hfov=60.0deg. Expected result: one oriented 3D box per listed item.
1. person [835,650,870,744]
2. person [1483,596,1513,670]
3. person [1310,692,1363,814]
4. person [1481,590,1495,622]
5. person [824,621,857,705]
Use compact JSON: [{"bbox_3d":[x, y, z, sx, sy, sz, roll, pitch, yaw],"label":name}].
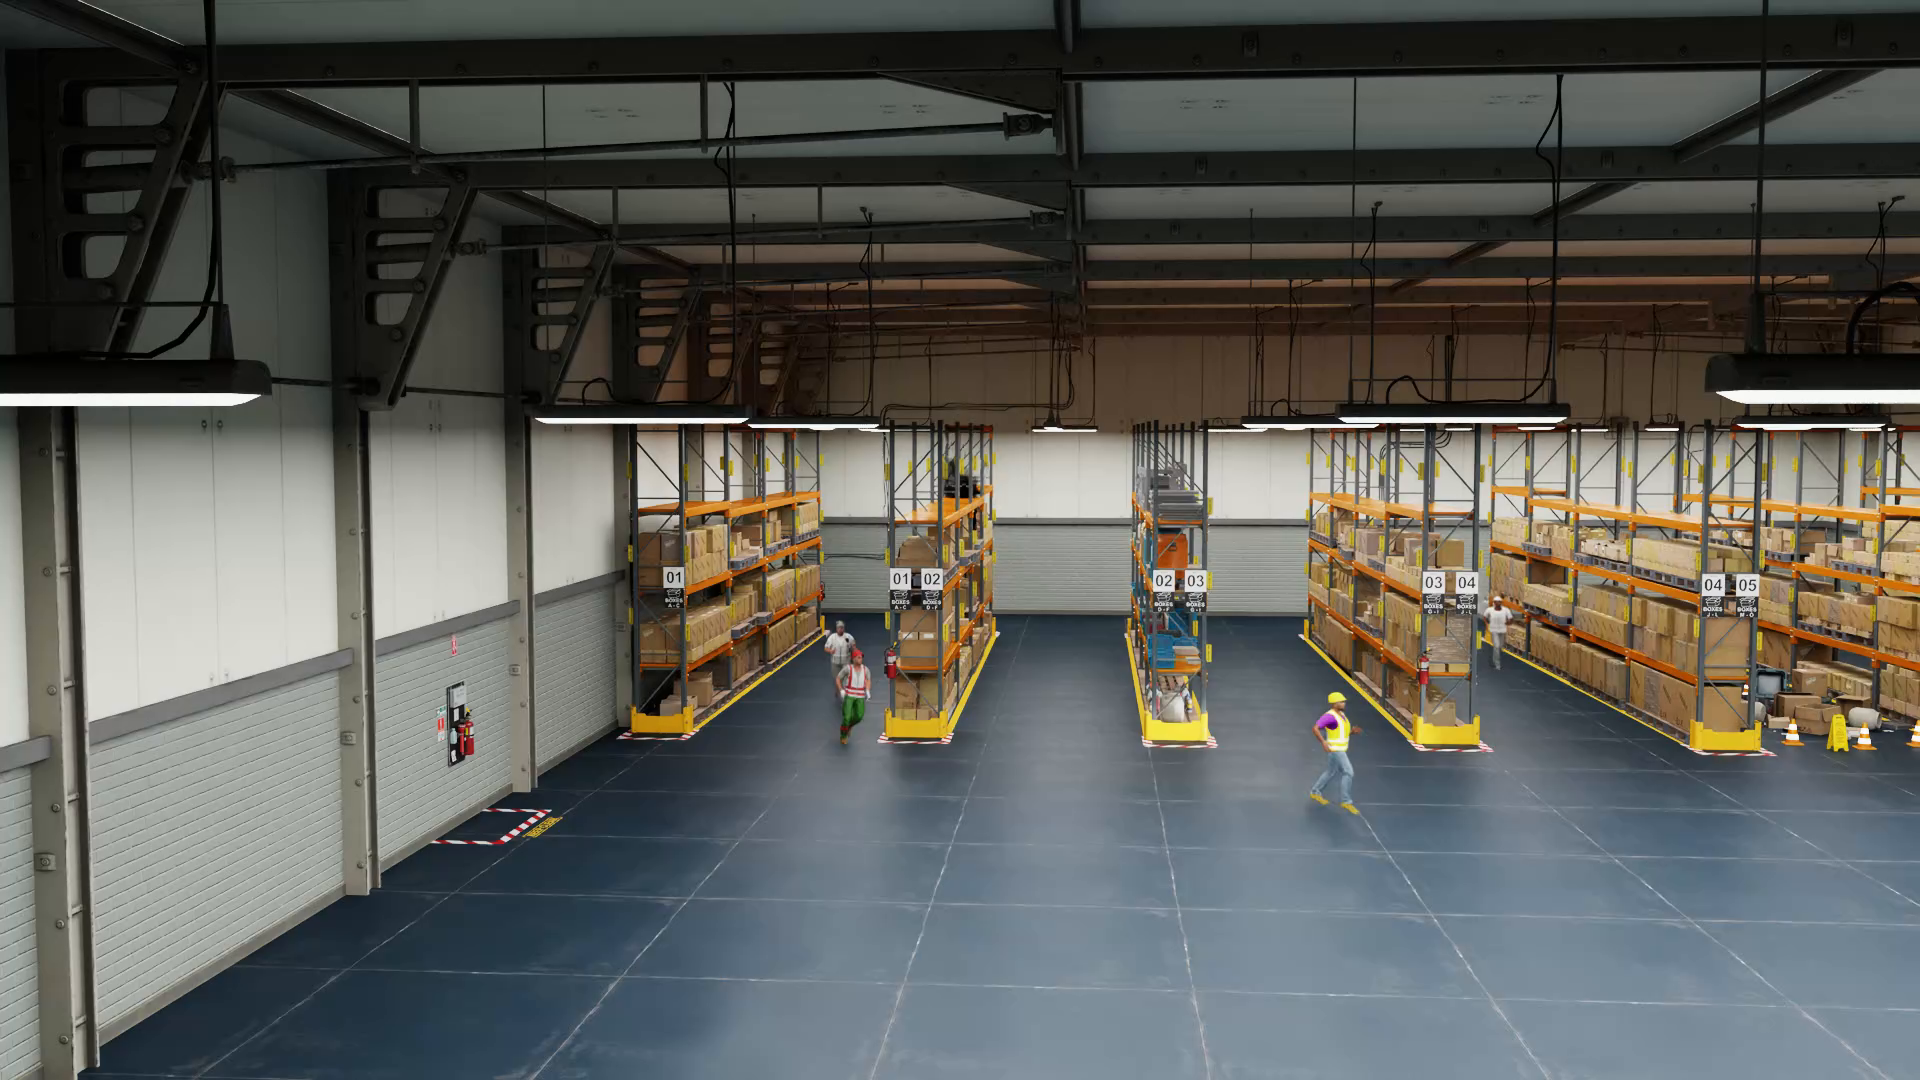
[{"bbox_3d":[-1.961,2.912,30.907,0.707,1.724,0.555,-1,4,-21],"label":"person"},{"bbox_3d":[13.217,2.260,40.815,0.685,1.776,0.905,1,4,8],"label":"person"},{"bbox_3d":[5.721,3.228,25.324,0.807,1.823,0.677,2,4,24],"label":"person"},{"bbox_3d":[15.201,1.896,47.673,0.571,1.628,0.714,2,4,31],"label":"person"},{"bbox_3d":[-2.548,2.586,35.441,0.678,1.761,0.879,0,4,-1],"label":"person"}]
